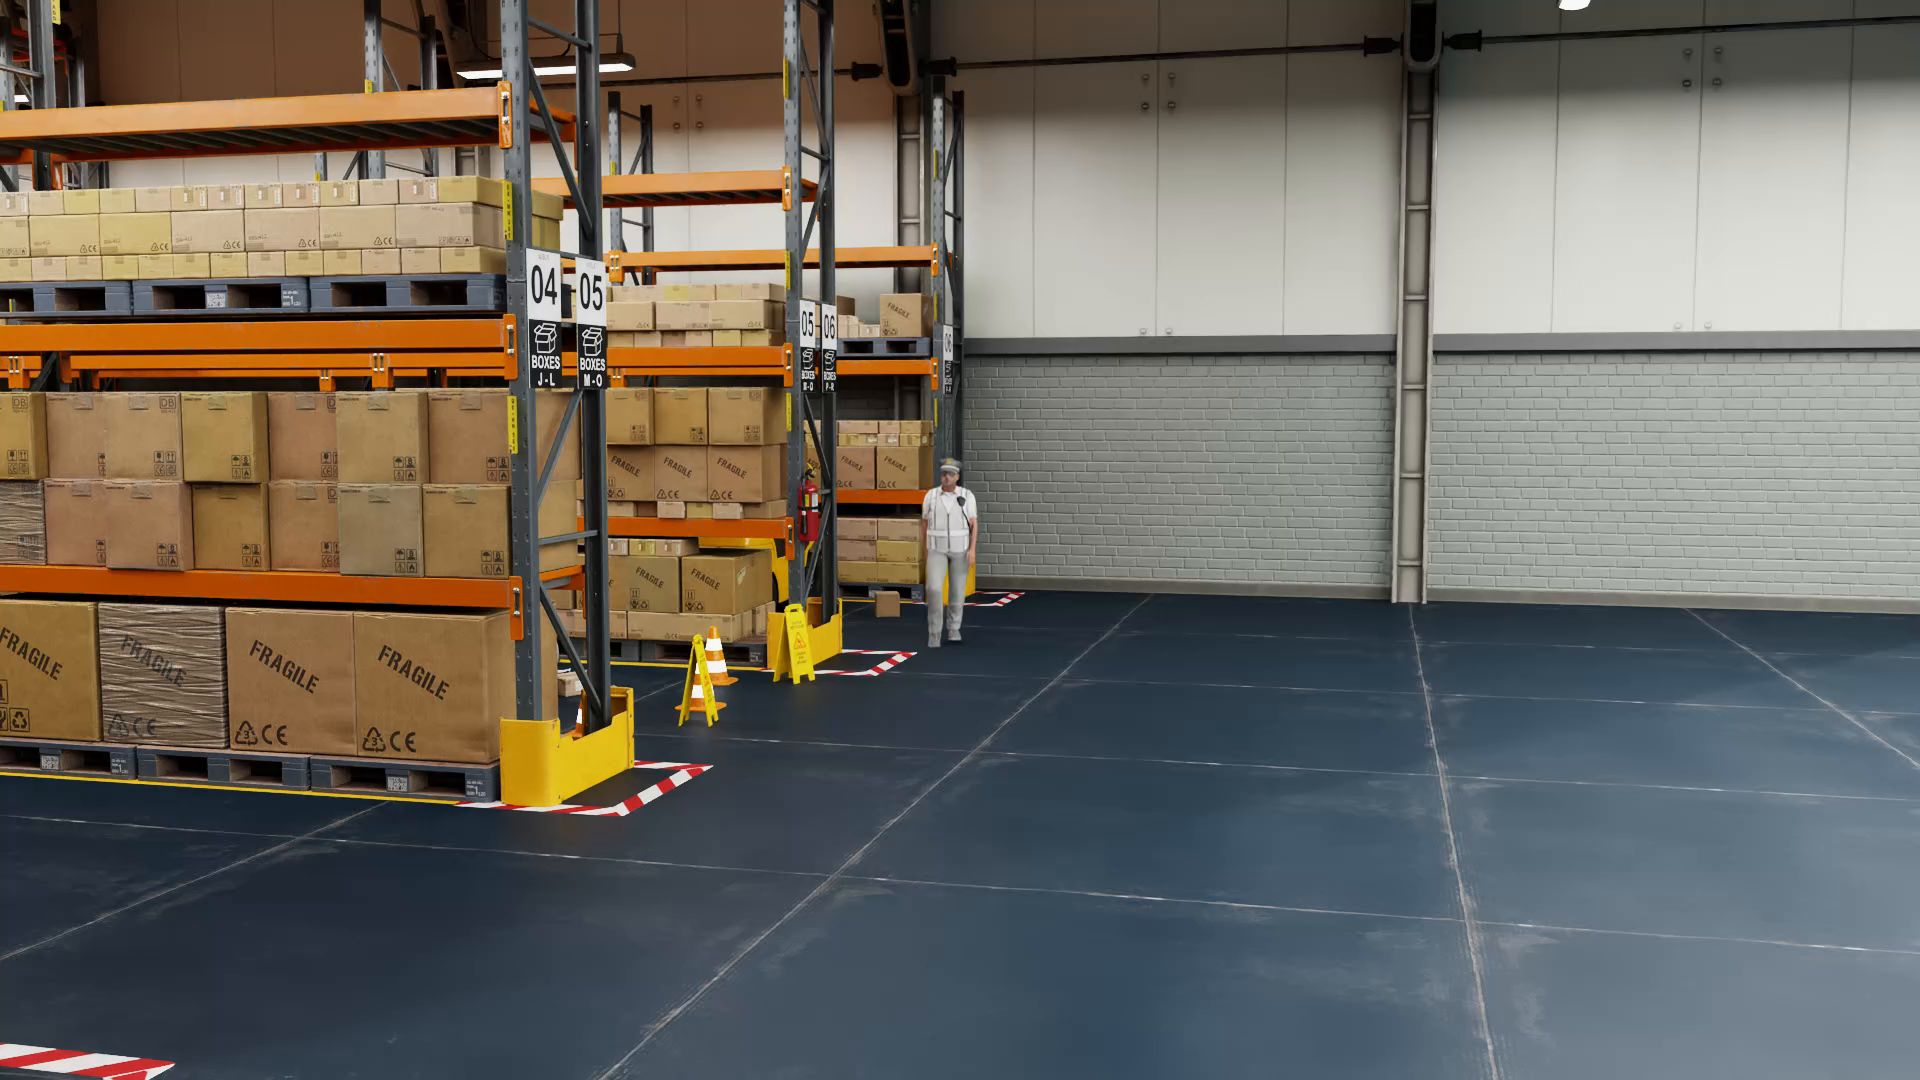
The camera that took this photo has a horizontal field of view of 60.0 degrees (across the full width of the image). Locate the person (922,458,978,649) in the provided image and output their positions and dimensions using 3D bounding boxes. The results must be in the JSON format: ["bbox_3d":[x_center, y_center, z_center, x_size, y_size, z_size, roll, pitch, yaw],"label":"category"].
[{"bbox_3d":[-0.096,0.149,15.897,0.530,1.854,0.579,0,5,-2],"label":"person"}]
